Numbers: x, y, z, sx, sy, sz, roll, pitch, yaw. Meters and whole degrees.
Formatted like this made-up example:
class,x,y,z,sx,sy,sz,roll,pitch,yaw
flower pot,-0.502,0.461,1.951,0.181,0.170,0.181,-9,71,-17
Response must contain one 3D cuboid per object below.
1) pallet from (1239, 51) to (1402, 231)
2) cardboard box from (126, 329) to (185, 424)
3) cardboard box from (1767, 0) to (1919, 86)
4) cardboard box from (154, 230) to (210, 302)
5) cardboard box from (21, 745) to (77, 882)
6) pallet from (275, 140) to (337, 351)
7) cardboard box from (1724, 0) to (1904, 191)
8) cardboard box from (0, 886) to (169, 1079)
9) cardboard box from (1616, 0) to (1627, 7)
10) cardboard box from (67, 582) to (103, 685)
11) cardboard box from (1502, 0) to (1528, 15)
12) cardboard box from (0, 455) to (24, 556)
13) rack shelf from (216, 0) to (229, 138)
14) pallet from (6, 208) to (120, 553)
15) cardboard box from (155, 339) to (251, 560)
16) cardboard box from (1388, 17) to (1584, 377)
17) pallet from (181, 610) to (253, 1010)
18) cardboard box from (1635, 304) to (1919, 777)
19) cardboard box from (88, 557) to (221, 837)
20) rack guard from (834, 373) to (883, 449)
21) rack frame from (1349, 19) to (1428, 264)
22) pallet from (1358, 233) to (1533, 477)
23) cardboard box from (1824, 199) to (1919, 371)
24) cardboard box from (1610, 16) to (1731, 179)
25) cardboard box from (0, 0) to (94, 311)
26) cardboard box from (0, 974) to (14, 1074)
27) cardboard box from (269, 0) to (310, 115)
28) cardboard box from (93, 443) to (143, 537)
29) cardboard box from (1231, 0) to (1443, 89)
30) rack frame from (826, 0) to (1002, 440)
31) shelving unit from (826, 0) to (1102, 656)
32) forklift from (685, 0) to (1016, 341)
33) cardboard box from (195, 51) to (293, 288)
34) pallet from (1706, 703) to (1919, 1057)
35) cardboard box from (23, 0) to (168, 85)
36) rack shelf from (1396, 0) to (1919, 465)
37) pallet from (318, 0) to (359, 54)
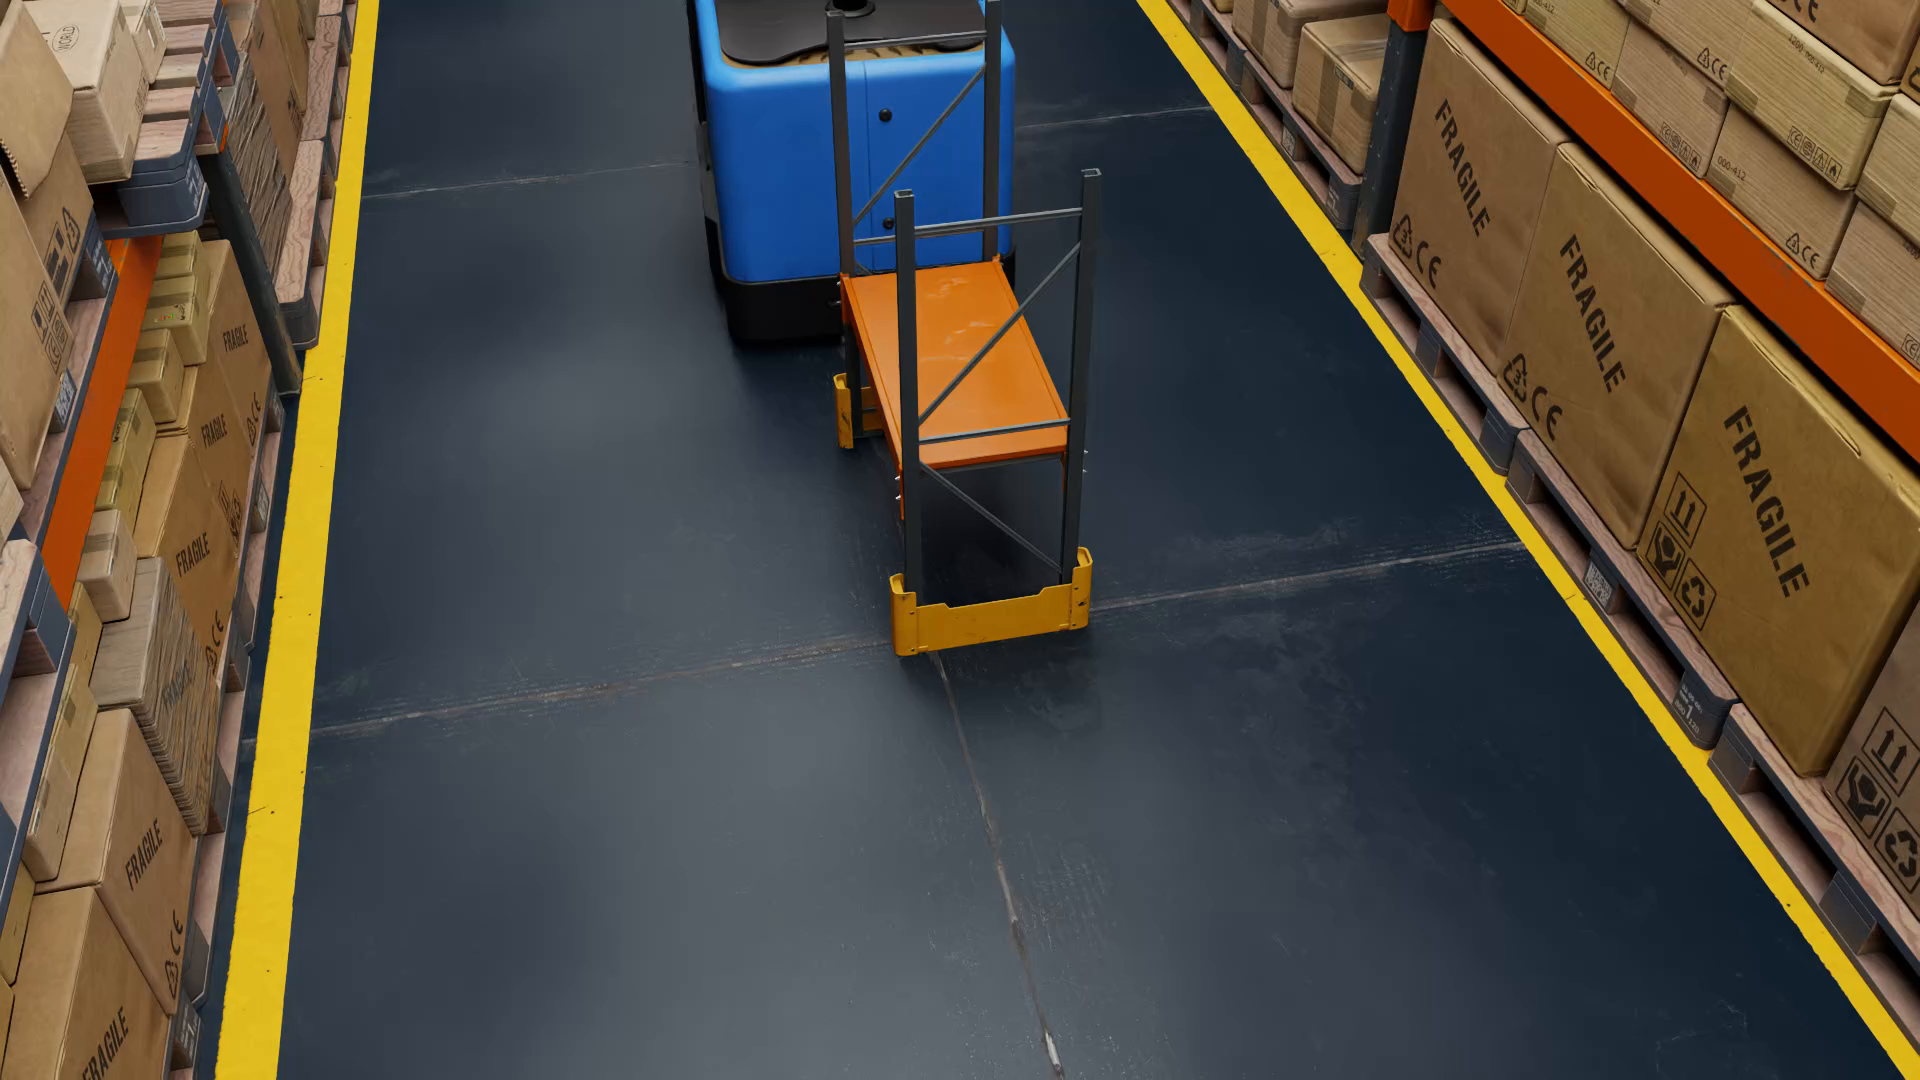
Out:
class,x,y,z,sx,sy,sz,roll,pitch,yaw
pallet,1.869,-1.772,7.087,1.003,0.211,1.213,-8,42,-9
cardboard box,-2.352,-0.426,4.548,0.380,0.149,0.250,-10,43,-11
cardboard box,2.223,-1.379,3.716,0.500,0.500,0.500,-8,42,-9
cardboard box,-2.455,-0.775,4.942,0.380,0.149,0.250,-10,43,-11
cardboard box,-2.055,0.587,3.407,0.380,0.149,0.250,-8,42,-9
pallet,-2.949,-1.091,6.320,1.003,0.211,1.213,-8,42,-9
cardboard box,2.207,-1.084,3.948,0.500,0.250,0.500,-8,42,-9
cardboard box,-1.955,1.087,3.333,0.500,0.500,0.500,-9,42,-10
cardboard box,2.015,-1.740,4.687,0.500,0.250,0.500,-7,42,-8
cardboard box,-2.193,0.255,3.781,0.380,0.149,0.250,-8,42,-9
cardboard box,1.897,-1.899,5.242,0.500,0.250,0.500,-9,42,-10
cardboard box,-1.871,-0.064,2.847,0.396,0.266,0.258,-6,42,-7
rack shelf,-3.241,-2.622,6.486,1.077,0.370,4.000,-8,42,-9
pallet,-2.385,-0.263,3.431,1.003,0.211,1.213,-8,42,-9
cardboard box,-2.410,-0.247,4.836,0.500,0.500,0.500,-9,42,-10
cardboard box,2.105,-1.211,5.639,0.875,0.875,0.875,-9,42,-10
pallet,-2.425,0.727,4.272,1.003,0.211,1.213,-8,42,-9
cardboard box,2.485,-0.053,4.334,0.875,0.875,0.875,-7,42,-8
cardboard box,-2.165,0.425,4.078,0.500,0.500,0.500,-10,43,-11
rack guard,-0.124,-0.466,5.586,0.587,0.250,0.087,-8,42,-9
rack frame,2.037,-2.308,5.591,1.000,3.000,0.127,-8,42,-9
pallet,2.133,-0.743,5.928,1.003,0.211,1.213,-8,42,-9
cardboard box,2.358,-0.574,3.750,0.500,0.250,0.500,-9,42,-10
cardboard box,2.132,-1.227,4.486,0.500,0.250,0.500,-7,42,-8
cardboard box,-2.276,-0.758,3.451,0.797,0.503,0.637,-9,42,-10
cardboard box,-1.965,0.930,3.021,0.380,0.149,0.250,-10,43,-12
cardboard box,-3.225,-2.128,6.861,0.875,0.625,0.625,-10,43,-11
cardboard box,-2.285,-0.087,4.166,0.380,0.149,0.250,-9,42,-10
cardboard box,1.757,-2.327,7.275,0.950,0.372,0.625,-9,42,-10
rack frame,-0.128,-0.946,5.186,0.500,1.500,0.032,-8,42,-9
shelving unit,-0.016,-0.610,4.808,0.587,1.500,1.083,-8,42,-9
forklift,-0.561,-2.791,6.186,1.130,2.935,3.031,-7,42,-7
cardboard box,-2.931,-1.270,5.893,0.875,0.625,0.625,-7,42,-8
pallet,2.660,0.838,4.147,1.003,0.211,1.213,-8,42,-9
cardboard box,-2.293,-1.287,4.313,0.380,0.149,0.250,-8,42,-8
rack shelf,2.468,-0.743,4.369,1.077,0.370,4.000,-8,42,-9
pallet,-3.476,-2.672,8.101,1.003,0.211,1.213,-8,42,-9
